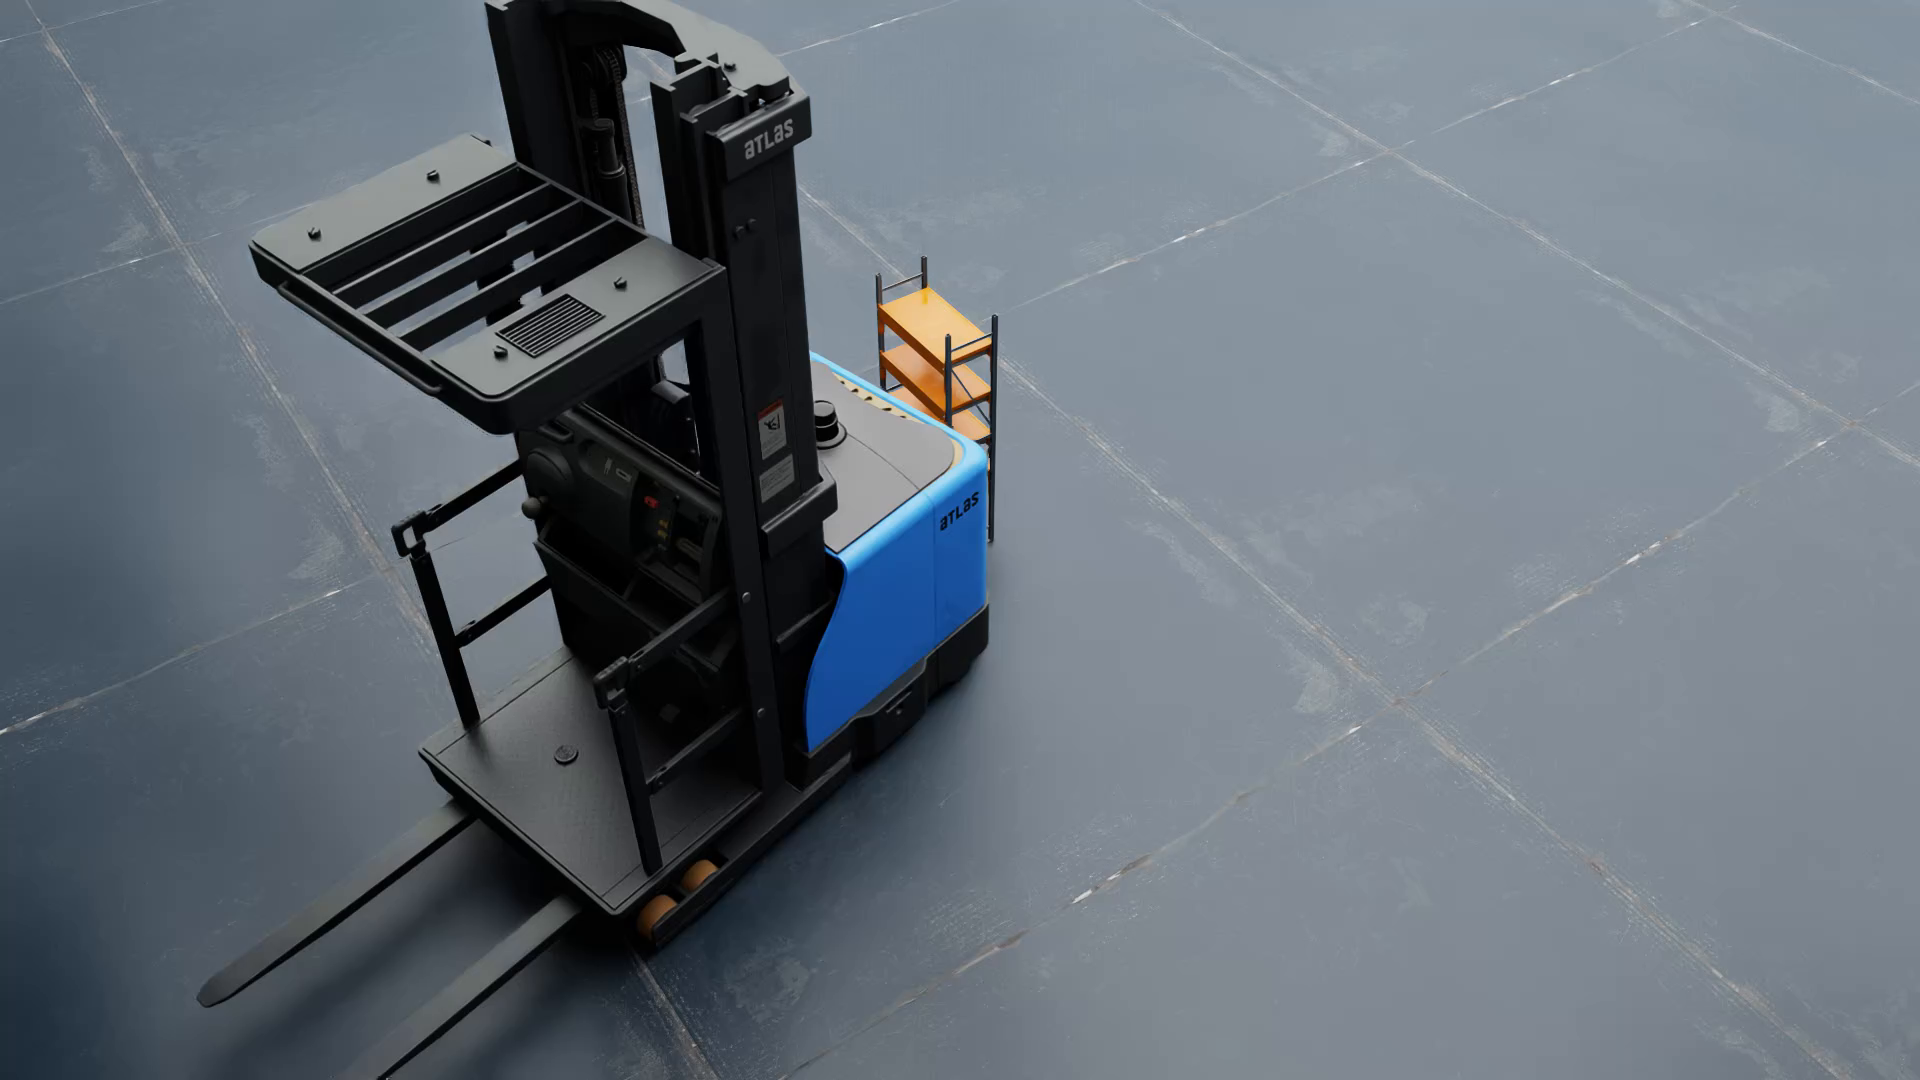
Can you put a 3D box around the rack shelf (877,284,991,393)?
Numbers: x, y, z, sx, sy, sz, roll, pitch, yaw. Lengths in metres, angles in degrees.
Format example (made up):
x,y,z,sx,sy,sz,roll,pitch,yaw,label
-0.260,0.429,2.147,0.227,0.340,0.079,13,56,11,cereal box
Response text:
x,y,z,sx,sy,sz,roll,pitch,yaw,label
-0.095,-0.812,6.654,0.258,0.148,0.480,-26,49,-24,rack shelf

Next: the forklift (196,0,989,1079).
x,y,z,sx,sy,sz,roll,pitch,yaw,label
-1.228,-0.061,5.183,1.130,2.935,3.031,31,52,28,forklift

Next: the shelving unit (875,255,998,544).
x,y,z,sx,sy,sz,roll,pitch,yaw,label
-0.095,-0.528,6.925,0.258,1.200,0.503,-26,49,-24,shelving unit

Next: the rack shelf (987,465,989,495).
x,y,z,sx,sy,sz,roll,pitch,yaw,label
-0.095,-0.335,7.108,0.258,0.148,0.480,-26,49,-24,rack shelf

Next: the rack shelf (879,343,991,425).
x,y,z,sx,sy,sz,roll,pitch,yaw,label
-0.095,-0.641,6.817,0.258,0.148,0.480,-26,49,-24,rack shelf

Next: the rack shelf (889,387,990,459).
x,y,z,sx,sy,sz,roll,pitch,yaw,label
-0.095,-0.479,6.971,0.258,0.148,0.480,-26,49,-24,rack shelf

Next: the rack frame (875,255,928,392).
x,y,z,sx,sy,sz,roll,pitch,yaw,label
-0.234,-0.666,7.070,0.240,1.200,0.015,-26,49,-24,rack frame

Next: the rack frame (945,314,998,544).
x,y,z,sx,sy,sz,roll,pitch,yaw,label
0.045,-0.390,6.780,0.240,1.200,0.015,-26,49,-24,rack frame
